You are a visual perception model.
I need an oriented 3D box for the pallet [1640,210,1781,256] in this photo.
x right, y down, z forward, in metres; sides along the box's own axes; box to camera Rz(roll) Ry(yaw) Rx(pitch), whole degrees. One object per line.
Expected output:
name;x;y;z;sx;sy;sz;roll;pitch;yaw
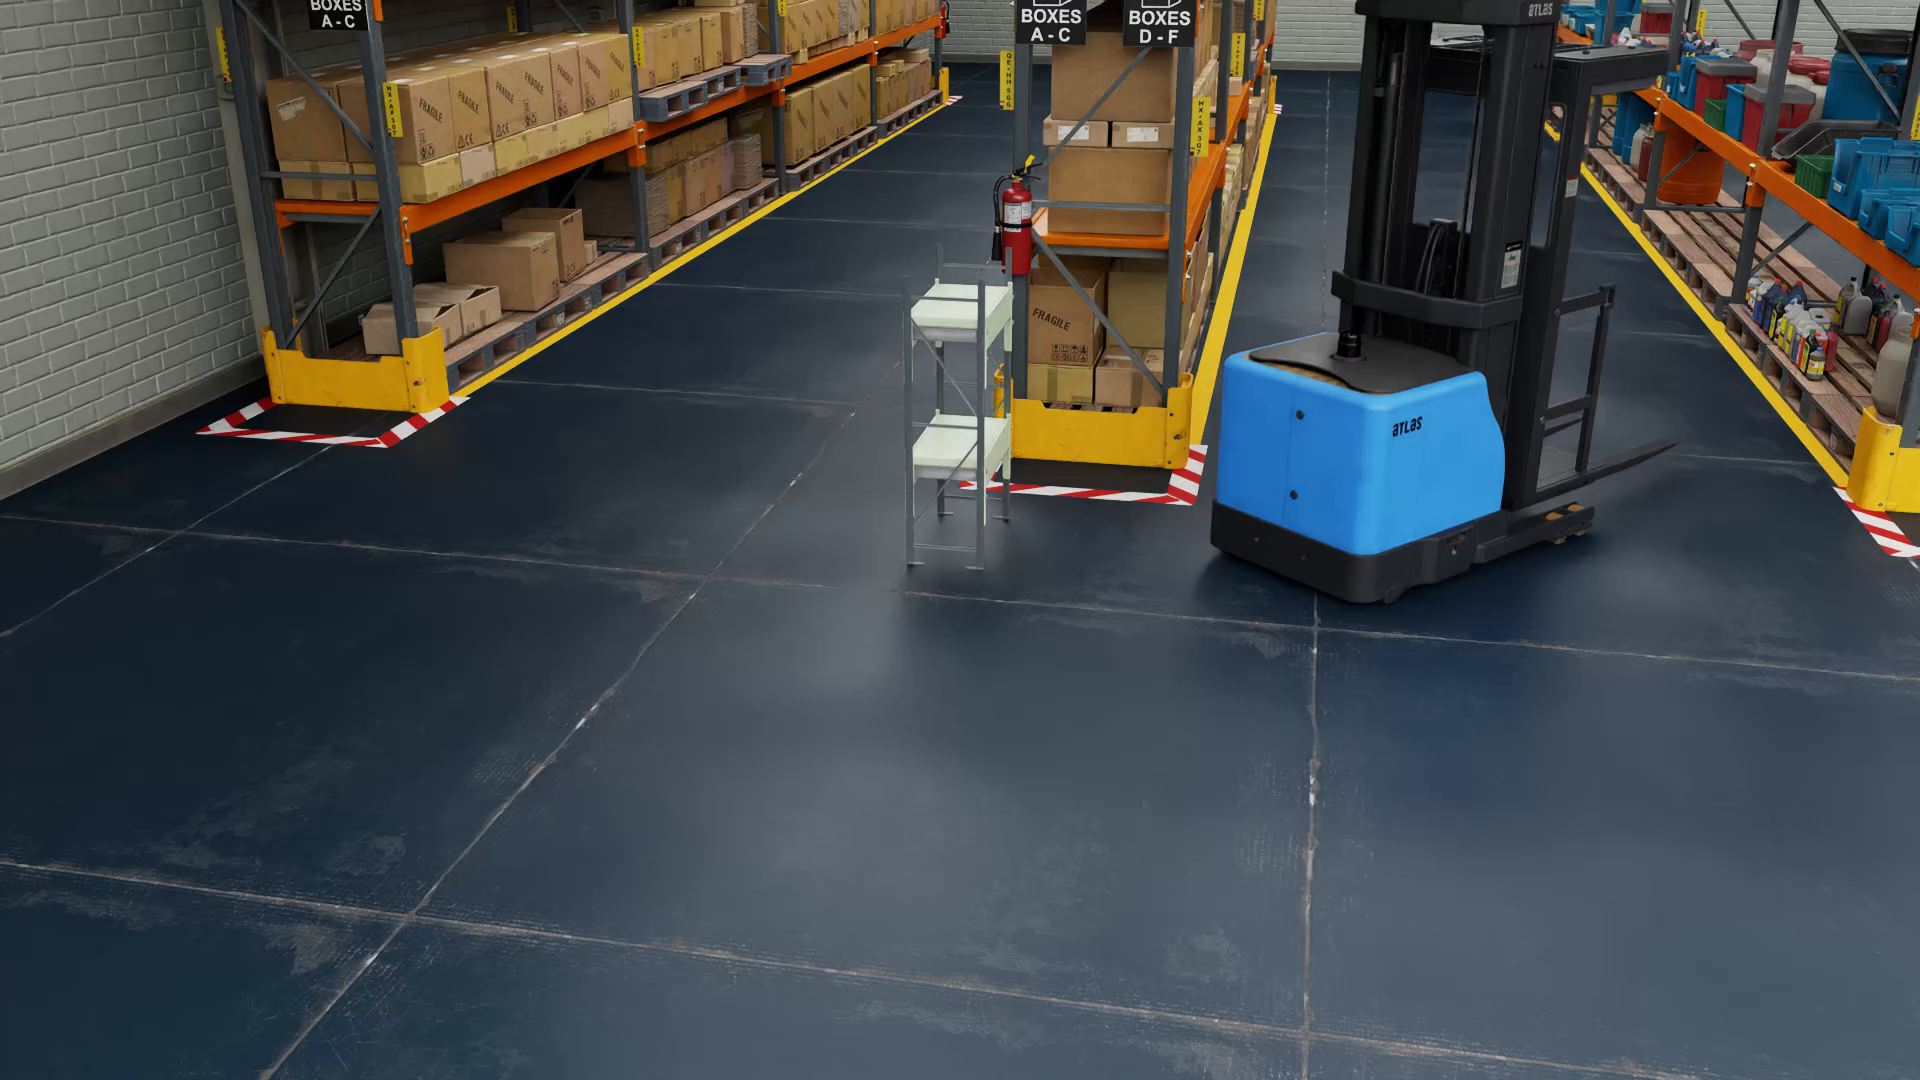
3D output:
pallet;7.091;-2.898;15.766;1.003;0.211;1.213;4;22;11

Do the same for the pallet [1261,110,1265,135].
pallet;3.643;-5.718;22.770;1.003;0.211;1.213;4;22;11

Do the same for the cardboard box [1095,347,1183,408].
cardboard box;1.134;-1.023;10.497;0.500;0.250;0.500;4;22;11

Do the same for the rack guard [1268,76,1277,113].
rack guard;4.056;-6.589;24.544;1.175;0.500;0.348;4;22;11

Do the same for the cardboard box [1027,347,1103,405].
cardboard box;0.627;-1.063;10.595;0.500;0.250;0.500;4;22;11

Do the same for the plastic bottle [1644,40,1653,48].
plastic bottle;7.259;-5.102;17.573;0.144;0.351;0.185;4;22;11

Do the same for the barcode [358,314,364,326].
barcode;-4.202;-1.545;11.673;0.001;0.075;0.075;4;22;11

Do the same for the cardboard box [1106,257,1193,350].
cardboard box;1.234;-1.554;10.811;0.500;0.500;0.500;4;22;11

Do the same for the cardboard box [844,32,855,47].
cardboard box;-1.509;-6.151;20.419;0.380;0.149;0.250;4;22;11

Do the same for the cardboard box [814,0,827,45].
cardboard box;-1.843;-5.951;19.055;0.500;0.500;0.500;4;22;11

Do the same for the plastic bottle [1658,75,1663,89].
plastic bottle;6.952;-4.598;16.411;0.061;0.283;0.133;4;22;11

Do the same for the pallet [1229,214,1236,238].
pallet;2.233;-3.259;16.662;1.003;0.211;1.213;4;22;11

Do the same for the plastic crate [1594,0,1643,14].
plastic crate;9.034;-7.305;22.848;0.616;0.435;0.499;4;22;11

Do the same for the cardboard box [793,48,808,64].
cardboard box;-1.920;-5.404;18.567;0.380;0.149;0.250;5;23;13

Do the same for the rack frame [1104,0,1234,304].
rack frame;1.623;-3.387;13.249;1.000;3.000;0.127;4;22;11

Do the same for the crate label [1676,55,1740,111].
crate label;6.820;-4.145;15.083;0.502;0.435;0.616;4;22;11

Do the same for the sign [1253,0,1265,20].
sign;2.983;-5.346;16.563;0.100;0.325;0.005;4;22;11

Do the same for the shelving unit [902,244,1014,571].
shelving unit;-0.001;-0.693;8.567;0.431;1.500;0.755;4;22;11

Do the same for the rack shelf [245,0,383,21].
rack shelf;-3.636;-4.090;11.941;1.077;0.370;4.000;4;22;11

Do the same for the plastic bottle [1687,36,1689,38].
plastic bottle;8.265;-5.574;18.845;0.152;0.276;0.135;4;22;11

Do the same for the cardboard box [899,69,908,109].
cardboard box;-1.130;-6.361;23.418;0.700;0.500;0.500;5;22;12

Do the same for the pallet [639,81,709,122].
pallet;-2.929;-3.943;14.886;1.003;0.211;1.213;4;22;11

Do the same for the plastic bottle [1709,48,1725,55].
plastic bottle;7.975;-5.055;17.555;0.152;0.276;0.135;4;22;11

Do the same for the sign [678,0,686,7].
sign;-2.955;-5.805;17.702;0.100;0.325;0.005;4;22;11

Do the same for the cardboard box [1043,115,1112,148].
cardboard box;0.698;-2.426;9.860;0.380;0.149;0.250;4;22;10

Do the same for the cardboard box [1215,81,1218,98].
cardboard box;2.234;-4.263;15.760;0.380;0.149;0.250;6;23;15

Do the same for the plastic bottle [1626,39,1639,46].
plastic bottle;7.447;-5.398;18.407;0.152;0.276;0.135;4;22;11

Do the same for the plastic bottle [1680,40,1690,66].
plastic bottle;8.036;-5.390;18.395;0.097;0.271;0.097;0;22;0

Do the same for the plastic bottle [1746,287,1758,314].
plastic bottle;5.956;-1.794;12.450;0.097;0.201;0.097;0;22;0

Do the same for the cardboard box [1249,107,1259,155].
cardboard box;3.223;-4.792;19.494;0.500;0.500;0.500;5;22;12

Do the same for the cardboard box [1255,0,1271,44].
cardboard box;3.626;-6.525;20.907;0.500;0.500;0.500;5;22;12

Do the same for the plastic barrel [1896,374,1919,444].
plastic barrel;5.714;-0.833;9.675;0.421;0.512;0.421;0;22;0

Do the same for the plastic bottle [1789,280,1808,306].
plastic bottle;6.041;-1.709;12.039;0.144;0.351;0.185;4;22;11

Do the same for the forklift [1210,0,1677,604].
forklift;2.773;-1.477;8.597;3.031;2.935;1.130;-16;27;-35

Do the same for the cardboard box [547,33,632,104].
cardboard box;-3.021;-3.855;13.580;0.500;0.500;0.500;4;22;11

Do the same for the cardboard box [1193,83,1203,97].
cardboard box;1.465;-3.057;11.428;0.380;0.149;0.250;5;23;13

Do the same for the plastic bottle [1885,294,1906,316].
plastic bottle;6.517;-1.538;11.614;0.144;0.351;0.185;4;22;11

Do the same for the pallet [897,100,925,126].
pallet;-1.117;-6.116;23.756;1.003;0.211;1.213;4;22;11

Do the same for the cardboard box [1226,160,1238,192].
cardboard box;2.368;-3.445;15.759;0.500;0.311;0.500;4;22;11

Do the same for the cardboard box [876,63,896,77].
cardboard box;-1.094;-6.403;22.652;0.380;0.149;0.250;5;23;13

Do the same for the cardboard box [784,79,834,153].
cardboard box;-1.948;-5.003;19.576;0.750;0.750;0.750;4;22;11

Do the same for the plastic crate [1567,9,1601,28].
plastic crate;8.413;-7.041;22.466;0.416;0.233;0.300;4;22;11

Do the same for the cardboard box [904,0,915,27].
cardboard box;-1.175;-7.559;23.206;0.980;0.700;0.700;3;22;8

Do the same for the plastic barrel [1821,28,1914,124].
plastic barrel;6.846;-3.359;12.508;0.600;0.901;0.708;4;22;11

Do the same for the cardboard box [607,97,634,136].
cardboard box;-3.027;-3.507;13.720;0.500;0.250;0.500;5;22;11

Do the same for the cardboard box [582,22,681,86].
cardboard box;-2.969;-4.402;15.045;0.700;0.500;0.500;7;23;16

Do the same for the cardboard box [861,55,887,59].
cardboard box;-1.251;-6.822;23.693;0.380;0.149;0.250;5;22;11

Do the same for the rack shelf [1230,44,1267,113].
rack shelf;2.847;-5.248;18.832;1.077;0.370;4.000;4;22;11

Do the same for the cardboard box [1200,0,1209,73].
cardboard box;1.436;-3.688;12.125;0.700;0.500;0.500;4;22;11

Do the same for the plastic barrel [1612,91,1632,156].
plastic barrel;7.976;-4.958;19.396;0.600;0.901;0.708;4;22;11

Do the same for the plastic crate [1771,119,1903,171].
plastic crate;6.240;-2.798;11.869;0.767;0.338;0.504;4;22;11

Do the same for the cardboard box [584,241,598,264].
cardboard box;-3.307;-2.456;14.139;0.380;0.166;0.250;2;22;4

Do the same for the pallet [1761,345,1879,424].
pallet;6.046;-1.025;11.116;1.003;0.211;1.213;4;22;11

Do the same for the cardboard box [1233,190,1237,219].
cardboard box;2.363;-3.186;15.868;0.500;0.250;0.500;5;22;12

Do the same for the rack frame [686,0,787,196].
rack frame;-2.411;-5.227;17.816;1.000;3.000;0.127;4;22;11

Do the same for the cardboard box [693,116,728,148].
cardboard box;-2.685;-4.148;16.891;0.500;0.250;0.500;5;22;12

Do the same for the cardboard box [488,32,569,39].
cardboard box;-3.528;-3.895;13.681;0.500;0.500;0.500;4;22;10

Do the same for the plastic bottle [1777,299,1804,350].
plastic bottle;5.775;-1.496;11.509;0.144;0.351;0.185;4;22;10
